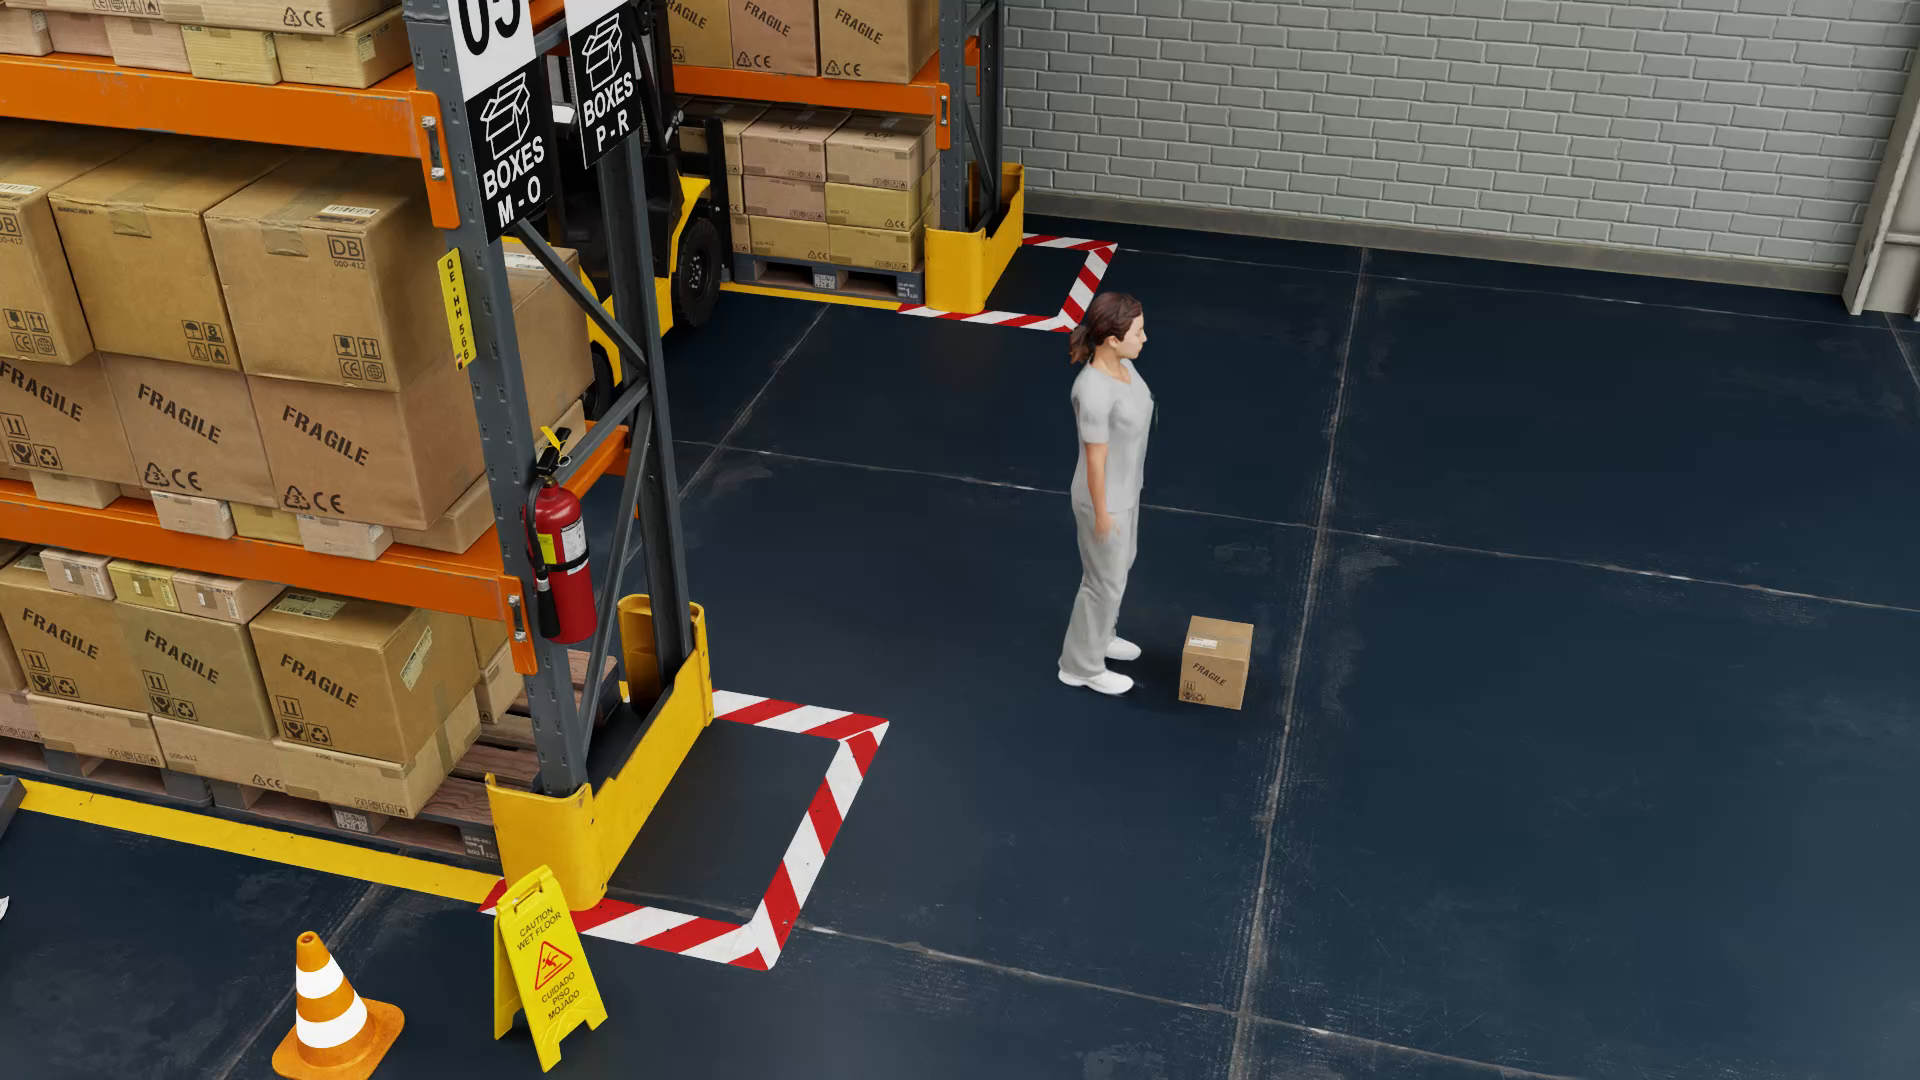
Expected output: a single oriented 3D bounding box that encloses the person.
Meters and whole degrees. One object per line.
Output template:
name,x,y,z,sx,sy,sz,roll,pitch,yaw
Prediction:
person,0.563,-0.183,6.435,0.360,1.675,0.444,9,34,13
